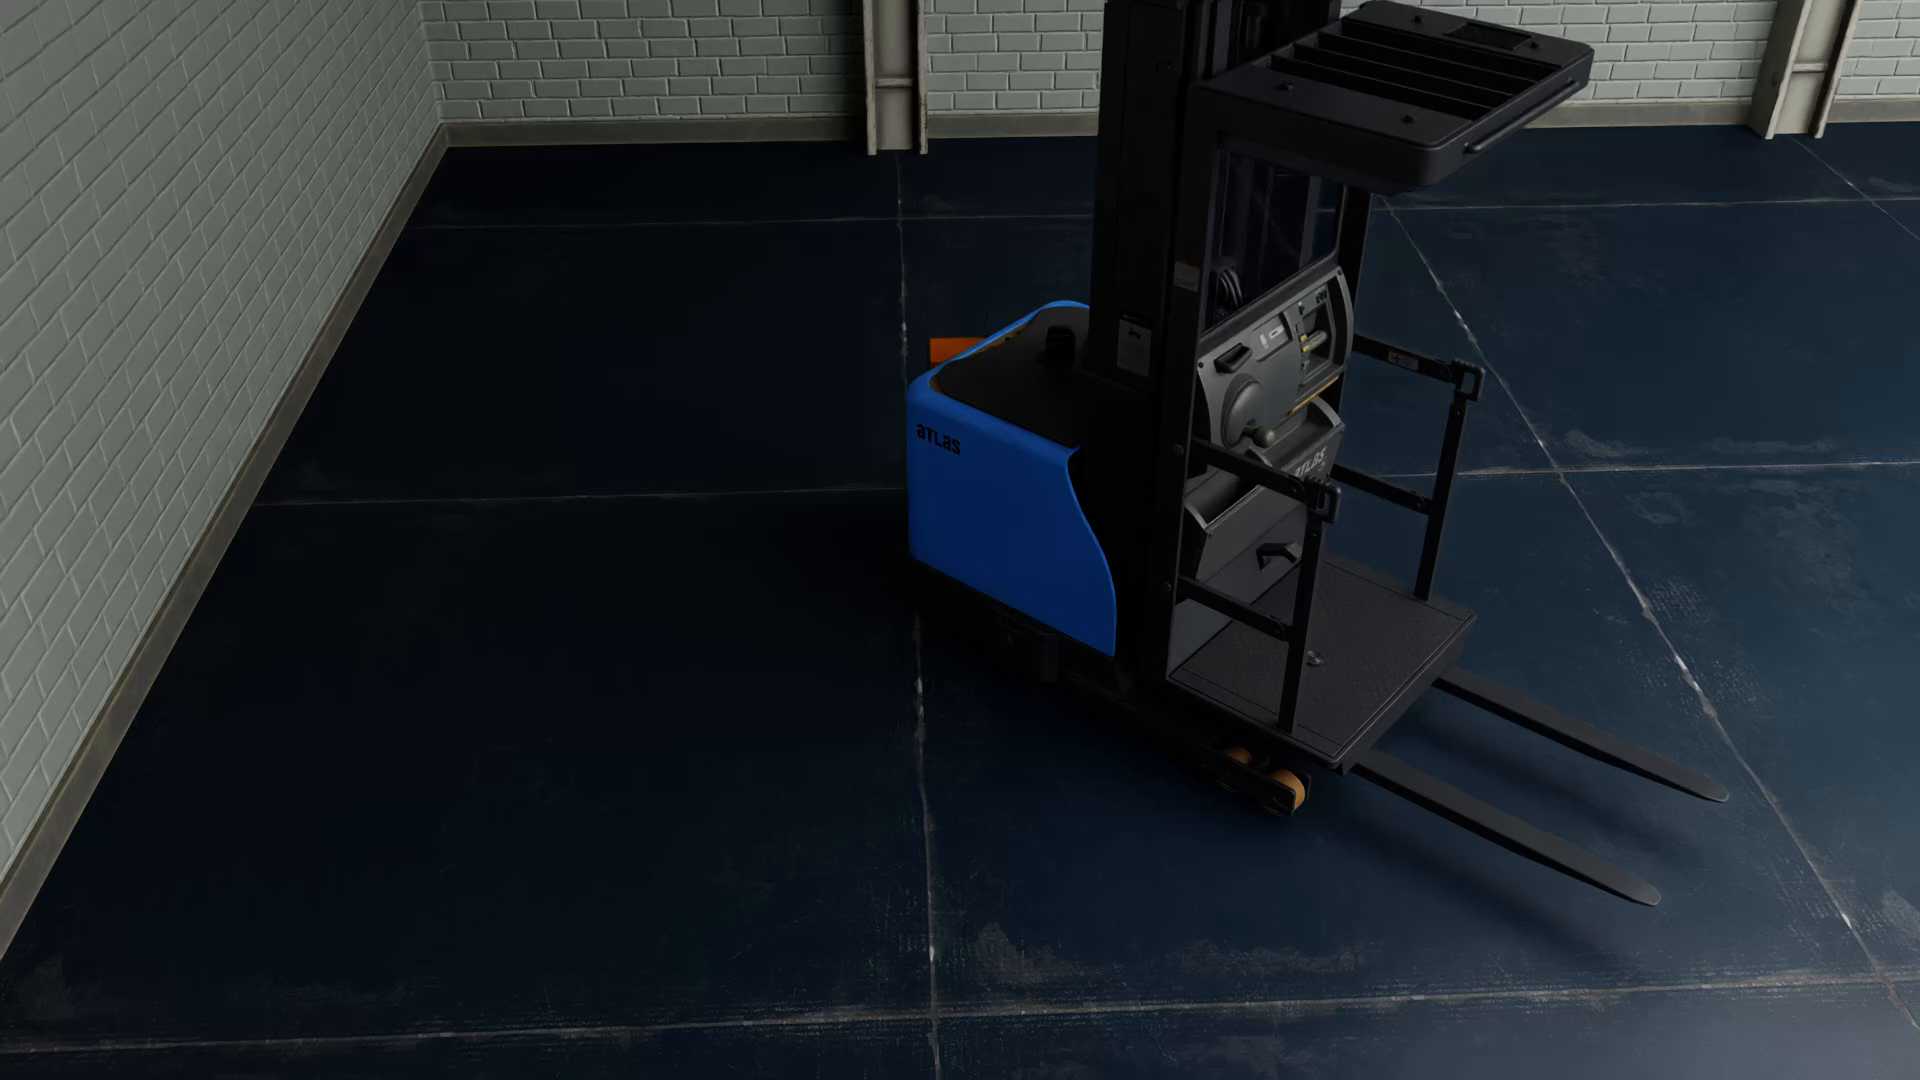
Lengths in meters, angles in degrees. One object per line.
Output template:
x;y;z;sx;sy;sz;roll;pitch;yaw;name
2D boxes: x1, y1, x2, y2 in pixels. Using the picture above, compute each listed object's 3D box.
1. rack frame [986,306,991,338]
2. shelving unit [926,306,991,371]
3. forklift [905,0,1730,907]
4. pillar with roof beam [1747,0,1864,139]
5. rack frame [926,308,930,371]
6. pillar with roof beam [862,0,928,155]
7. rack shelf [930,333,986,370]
0.115;-0.465;6.999;0.008;1.050;0.200;-2;35;-3;rack frame
-0.006;-0.461;6.994;0.252;1.050;0.215;-2;35;-3;shelving unit
1.233;-0.576;5.507;3.031;2.935;1.130;26;42;32;forklift
5.780;-4.030;5.166;0.400;9.000;9.100;-2;35;-2;pillar with roof beam
-0.128;-0.457;6.988;0.008;1.050;0.200;-2;35;-3;rack frame
-0.214;-3.869;4.932;0.400;9.000;9.100;-2;35;-2;pillar with roof beam
-0.006;-0.686;6.838;0.240;0.259;0.215;-2;35;-3;rack shelf
